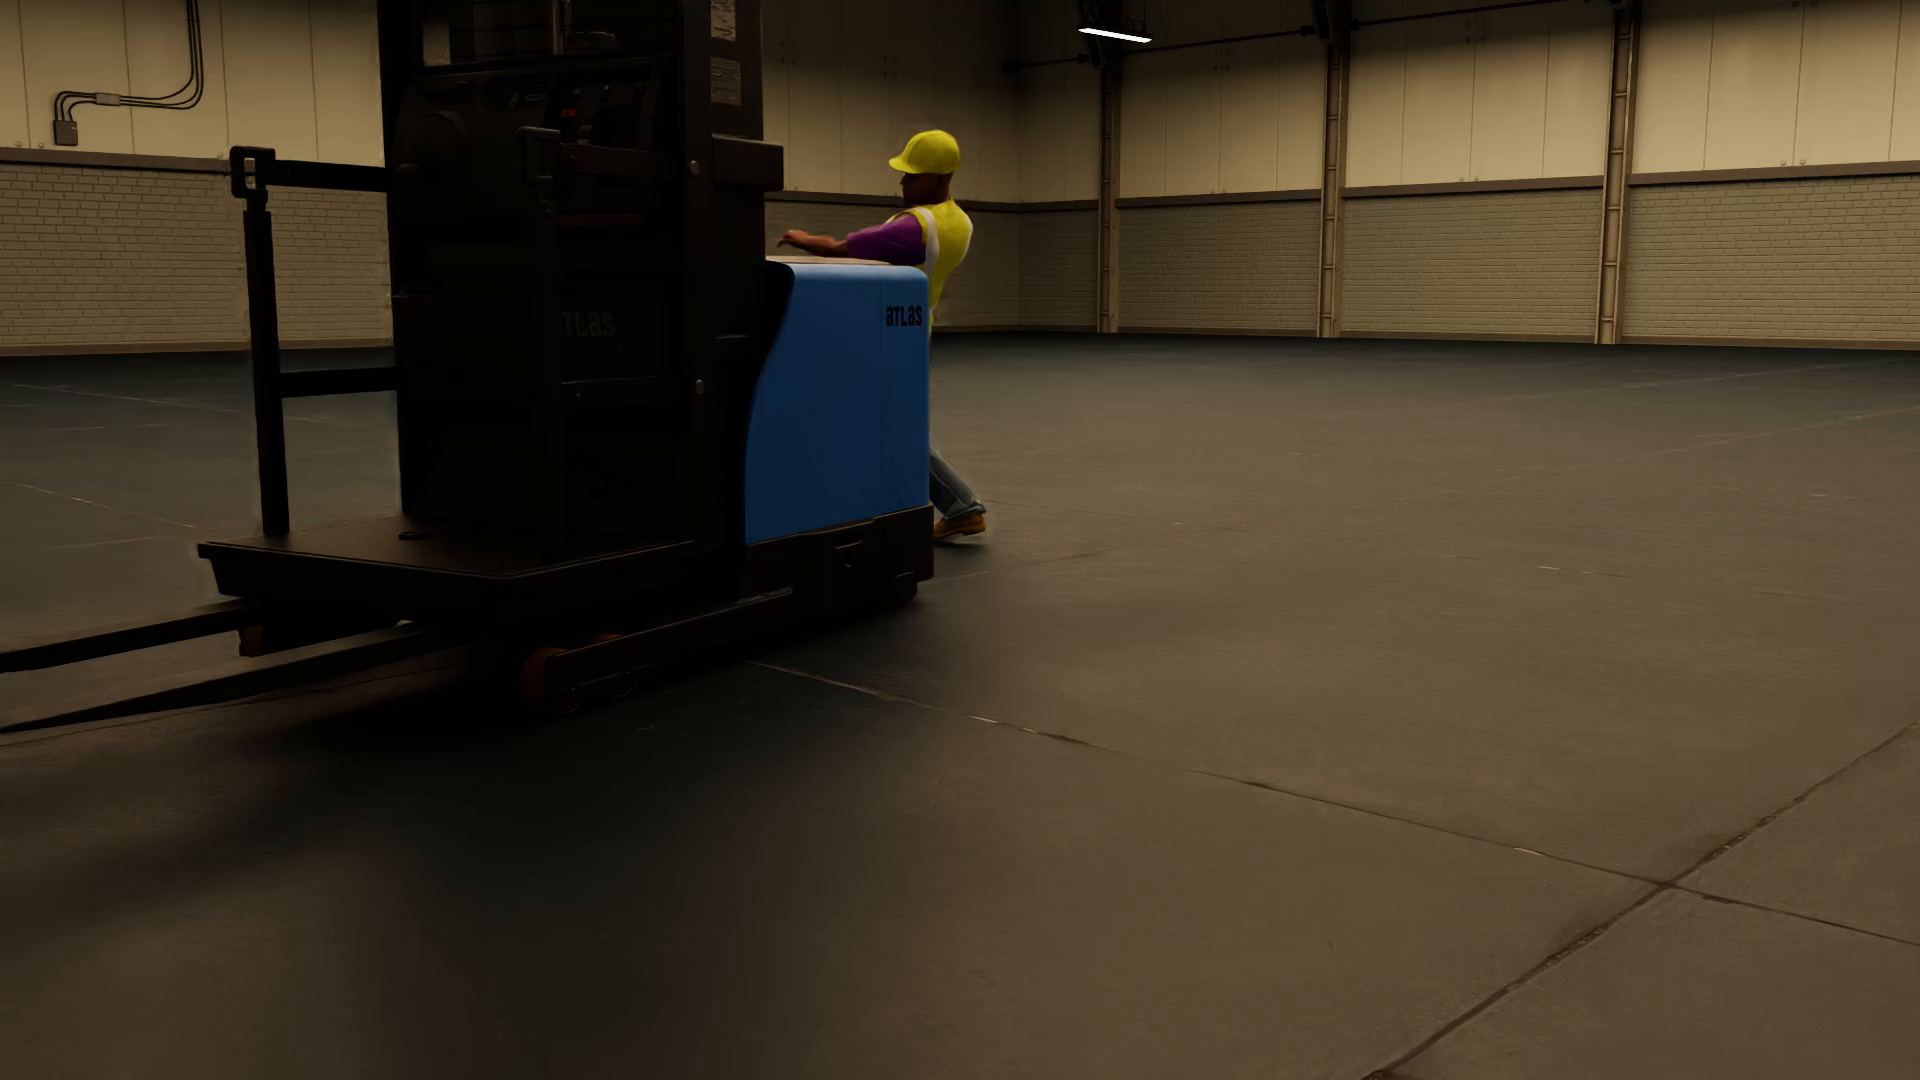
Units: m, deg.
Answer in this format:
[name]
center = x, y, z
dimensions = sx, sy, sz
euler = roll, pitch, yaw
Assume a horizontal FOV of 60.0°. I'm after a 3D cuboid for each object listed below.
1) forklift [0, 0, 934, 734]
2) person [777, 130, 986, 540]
[forklift]
center = -1.255, -1.109, 4.236
dimensions = 1.130, 2.935, 3.031
euler = 5, 10, 30
[person]
center = -0.304, -0.837, 6.833
dimensions = 0.866, 1.604, 0.861
euler = 1, 9, 4
